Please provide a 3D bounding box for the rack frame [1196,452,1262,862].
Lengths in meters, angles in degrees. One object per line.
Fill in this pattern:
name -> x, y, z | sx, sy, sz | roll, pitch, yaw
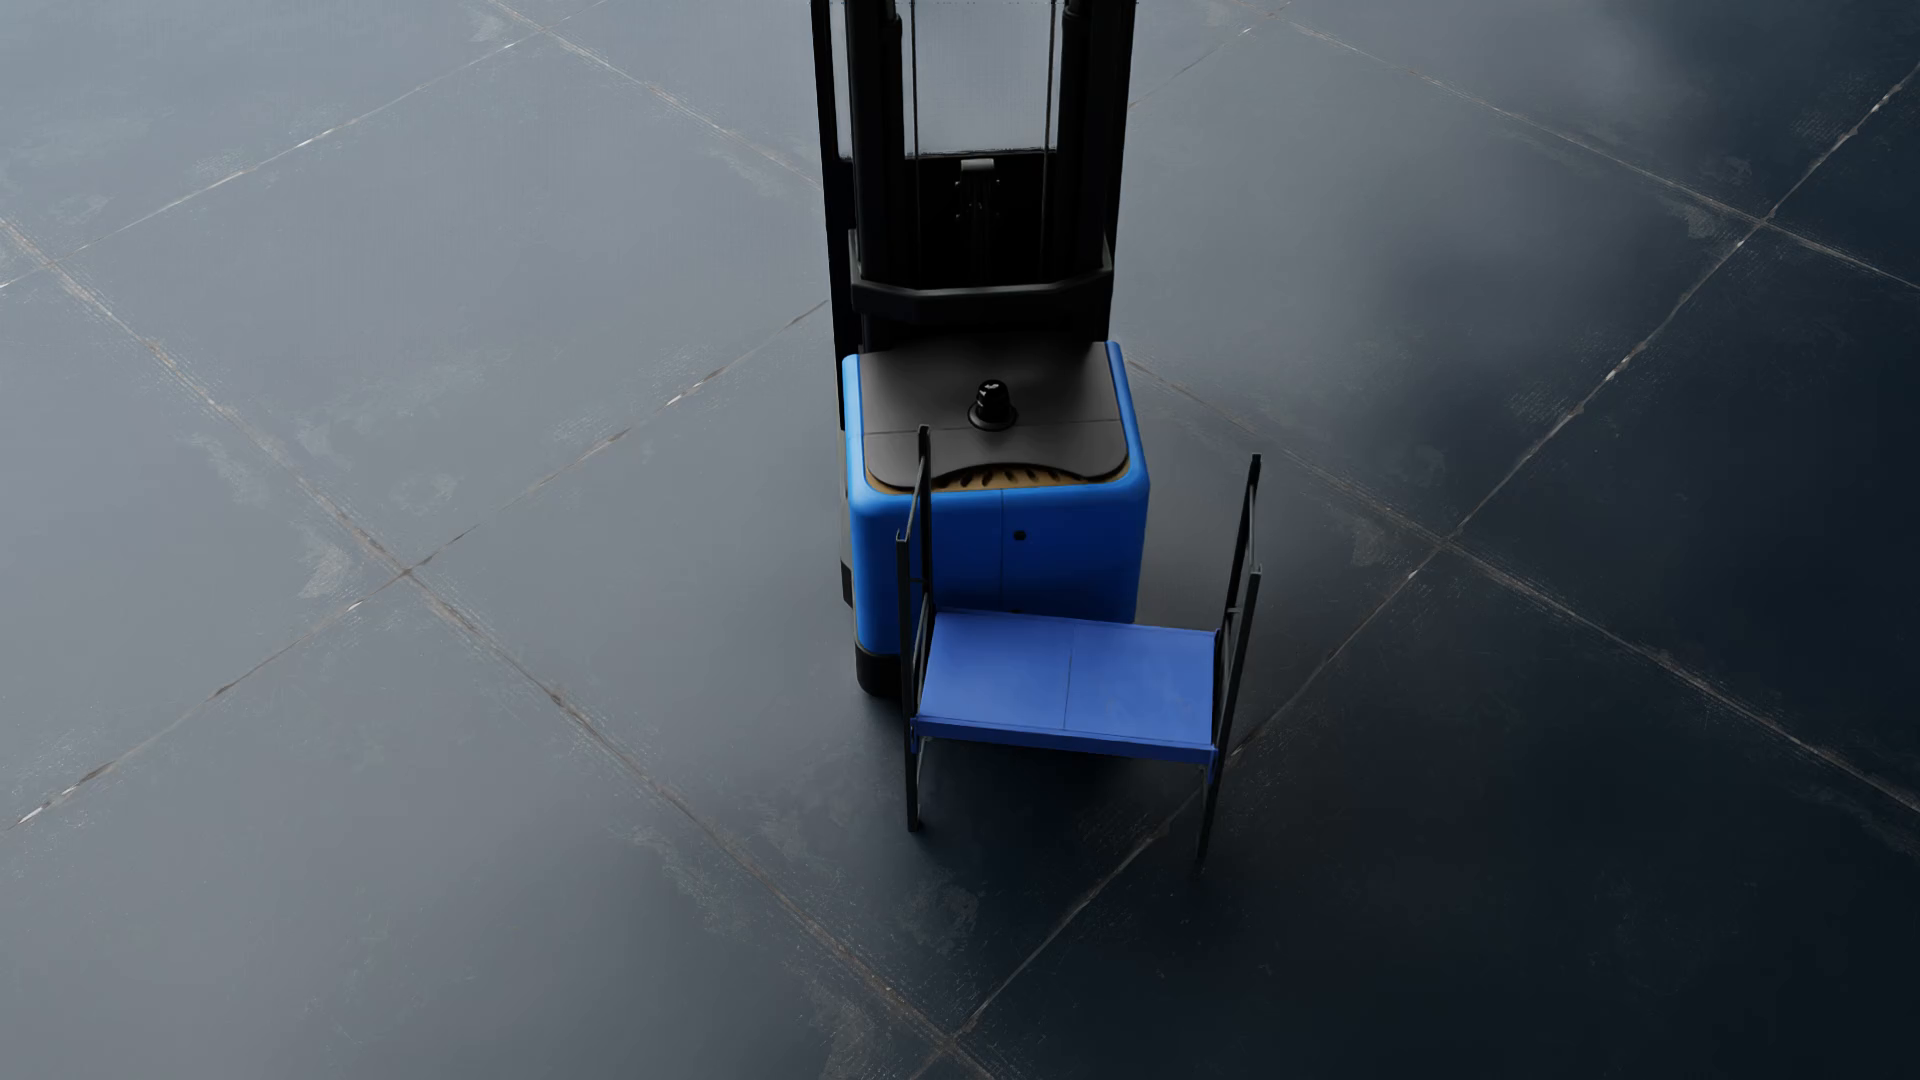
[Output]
rack frame -> 0.869, 0.429, 5.427 | 0.032, 1.500, 0.500 | 5, 47, 5

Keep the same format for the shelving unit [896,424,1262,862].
shelving unit -> 0.365, 0.383, 5.470 | 1.048, 1.500, 0.538 | 5, 47, 5

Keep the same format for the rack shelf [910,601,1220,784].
rack shelf -> 0.365, 0.506, 5.601 | 1.000, 0.185, 0.538 | 5, 47, 5

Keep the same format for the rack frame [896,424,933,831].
rack frame -> -0.139, 0.337, 5.513 | 0.032, 1.500, 0.500 | 5, 47, 5

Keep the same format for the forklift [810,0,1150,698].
forklift -> 0.023, -1.489, 6.247 | 1.130, 2.935, 3.031 | -3, 47, -3
